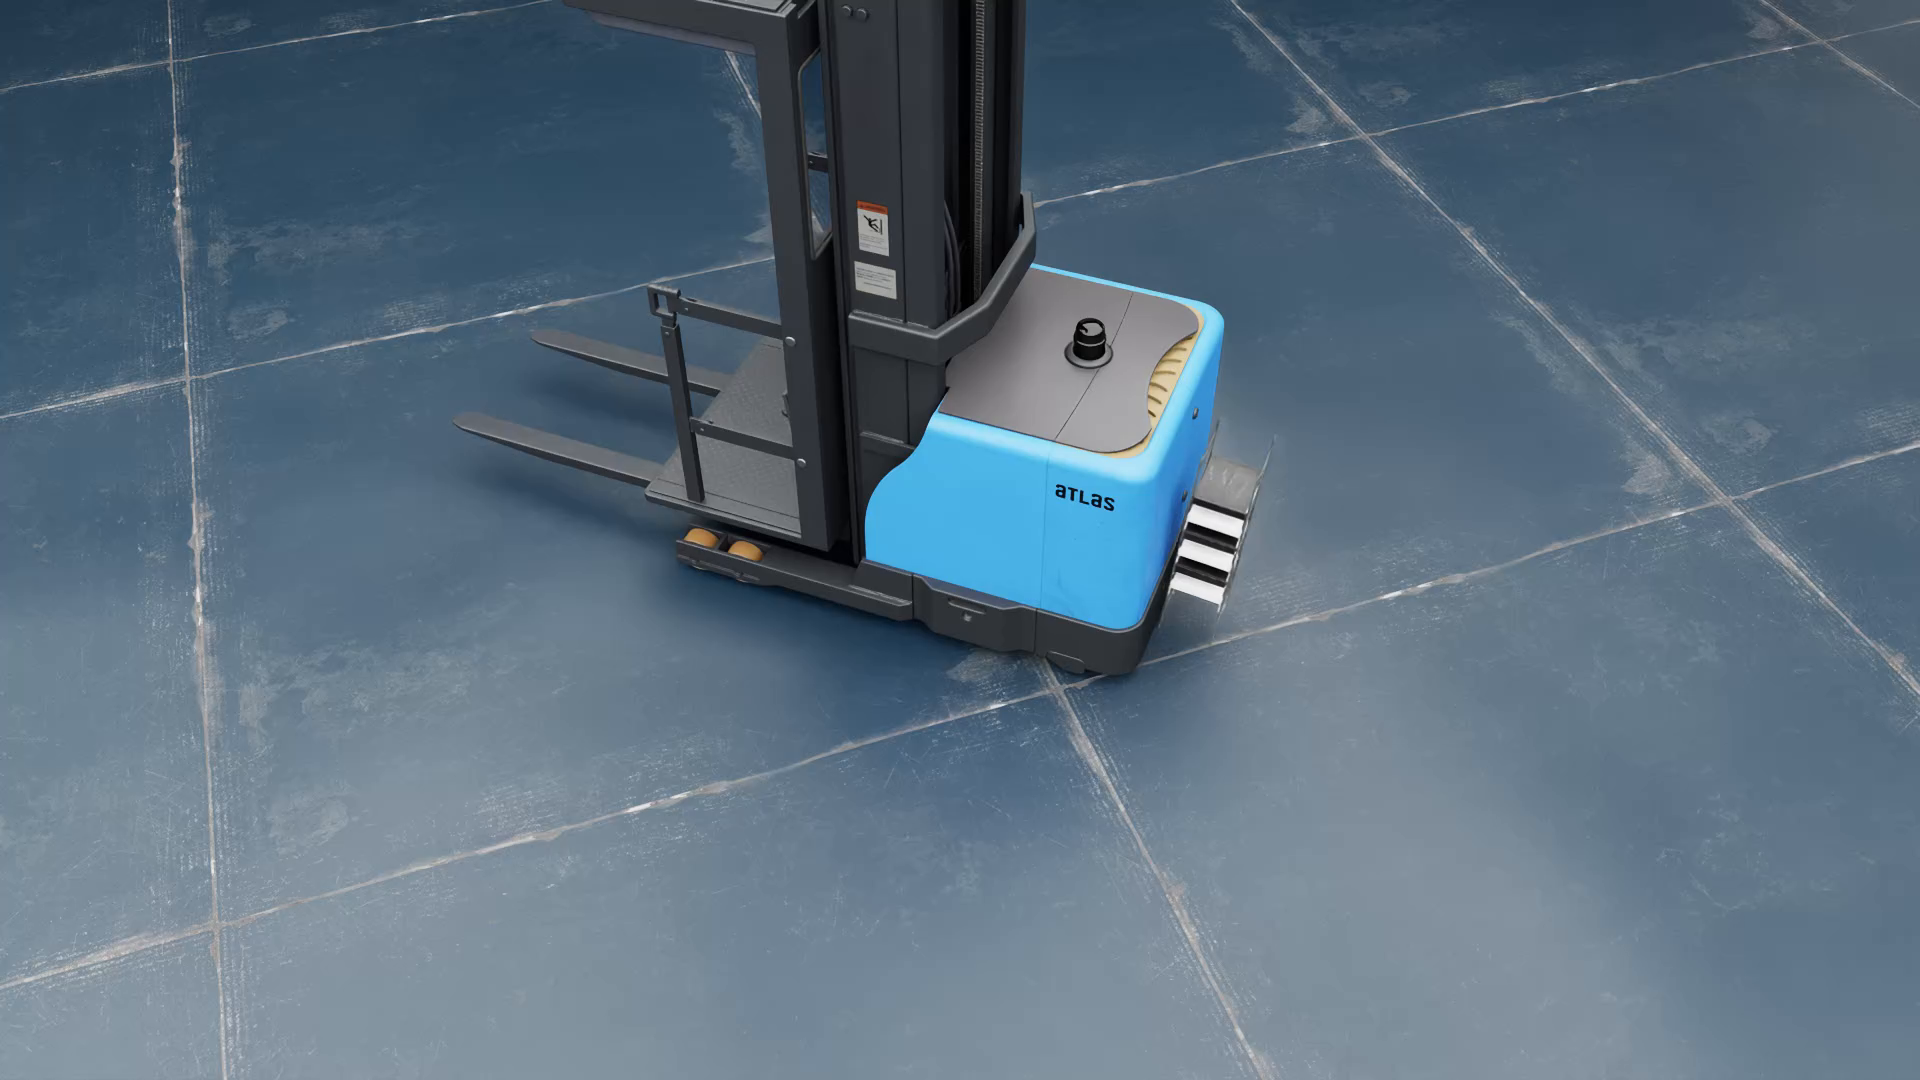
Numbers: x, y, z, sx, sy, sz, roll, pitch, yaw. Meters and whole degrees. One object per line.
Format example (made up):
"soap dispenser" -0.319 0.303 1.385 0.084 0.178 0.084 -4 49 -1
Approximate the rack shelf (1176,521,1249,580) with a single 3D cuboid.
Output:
"rack shelf" 0.934 0.007 6.145 0.200 0.077 0.258 19 48 12

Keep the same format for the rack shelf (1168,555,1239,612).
"rack shelf" 0.921 0.129 6.275 0.200 0.077 0.258 19 48 12

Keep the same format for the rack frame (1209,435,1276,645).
"rack frame" 1.031 0.016 6.099 0.006 0.900 0.240 19 48 12

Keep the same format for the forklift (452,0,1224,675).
"forklift" -0.587 -1.198 5.874 3.031 2.935 1.130 16 47 15

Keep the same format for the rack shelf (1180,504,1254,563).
"rack shelf" 0.941 -0.055 6.079 0.200 0.077 0.258 19 48 12

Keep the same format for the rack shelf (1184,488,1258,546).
"rack shelf" 0.948 -0.116 6.014 0.200 0.077 0.258 19 48 12

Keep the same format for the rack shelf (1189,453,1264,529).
"rack shelf" 0.954 -0.178 5.948 0.200 0.077 0.258 19 48 12

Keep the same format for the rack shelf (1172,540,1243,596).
"rack shelf" 0.928 0.068 6.210 0.200 0.077 0.258 19 48 12

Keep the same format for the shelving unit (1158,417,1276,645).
"shelving unit" 0.937 -0.016 6.120 0.210 0.900 0.258 19 48 12

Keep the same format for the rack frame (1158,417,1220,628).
"rack frame" 0.843 -0.049 6.141 0.006 0.900 0.240 19 48 12
